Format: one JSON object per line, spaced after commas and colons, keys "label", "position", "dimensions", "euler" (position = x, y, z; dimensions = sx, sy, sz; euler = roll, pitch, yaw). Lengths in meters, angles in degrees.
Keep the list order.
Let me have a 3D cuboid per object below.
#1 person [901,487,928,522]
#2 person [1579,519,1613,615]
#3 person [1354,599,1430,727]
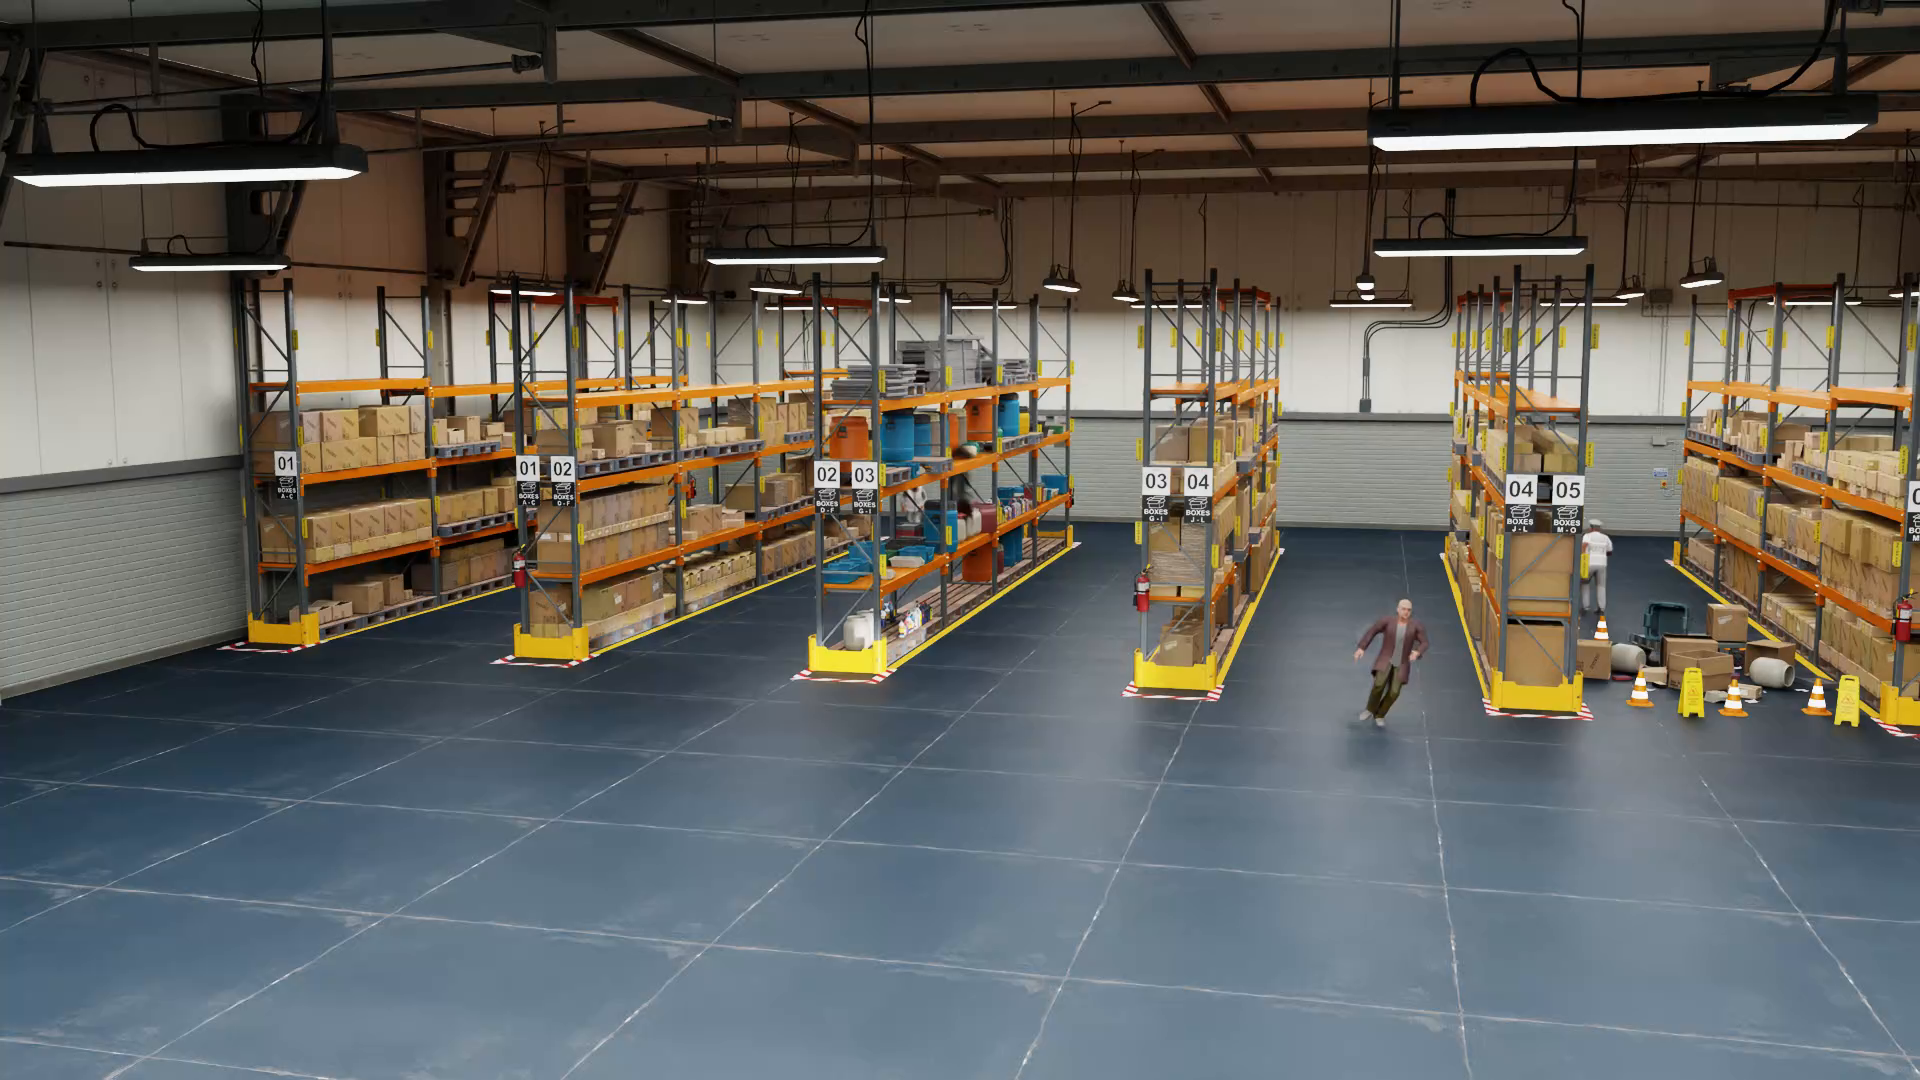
{"label": "person", "position": [-1.116, -0.731, 40.828], "dimensions": [0.653, 1.710, 0.688], "euler": [0, 7, -2]}
{"label": "person", "position": [11.571, 0.523, 30.321], "dimensions": [0.666, 1.736, 1.001], "euler": [1, 7, 10]}
{"label": "person", "position": [5.626, 1.709, 21.585], "dimensions": [0.893, 1.514, 0.709], "euler": [0, 7, 3]}
